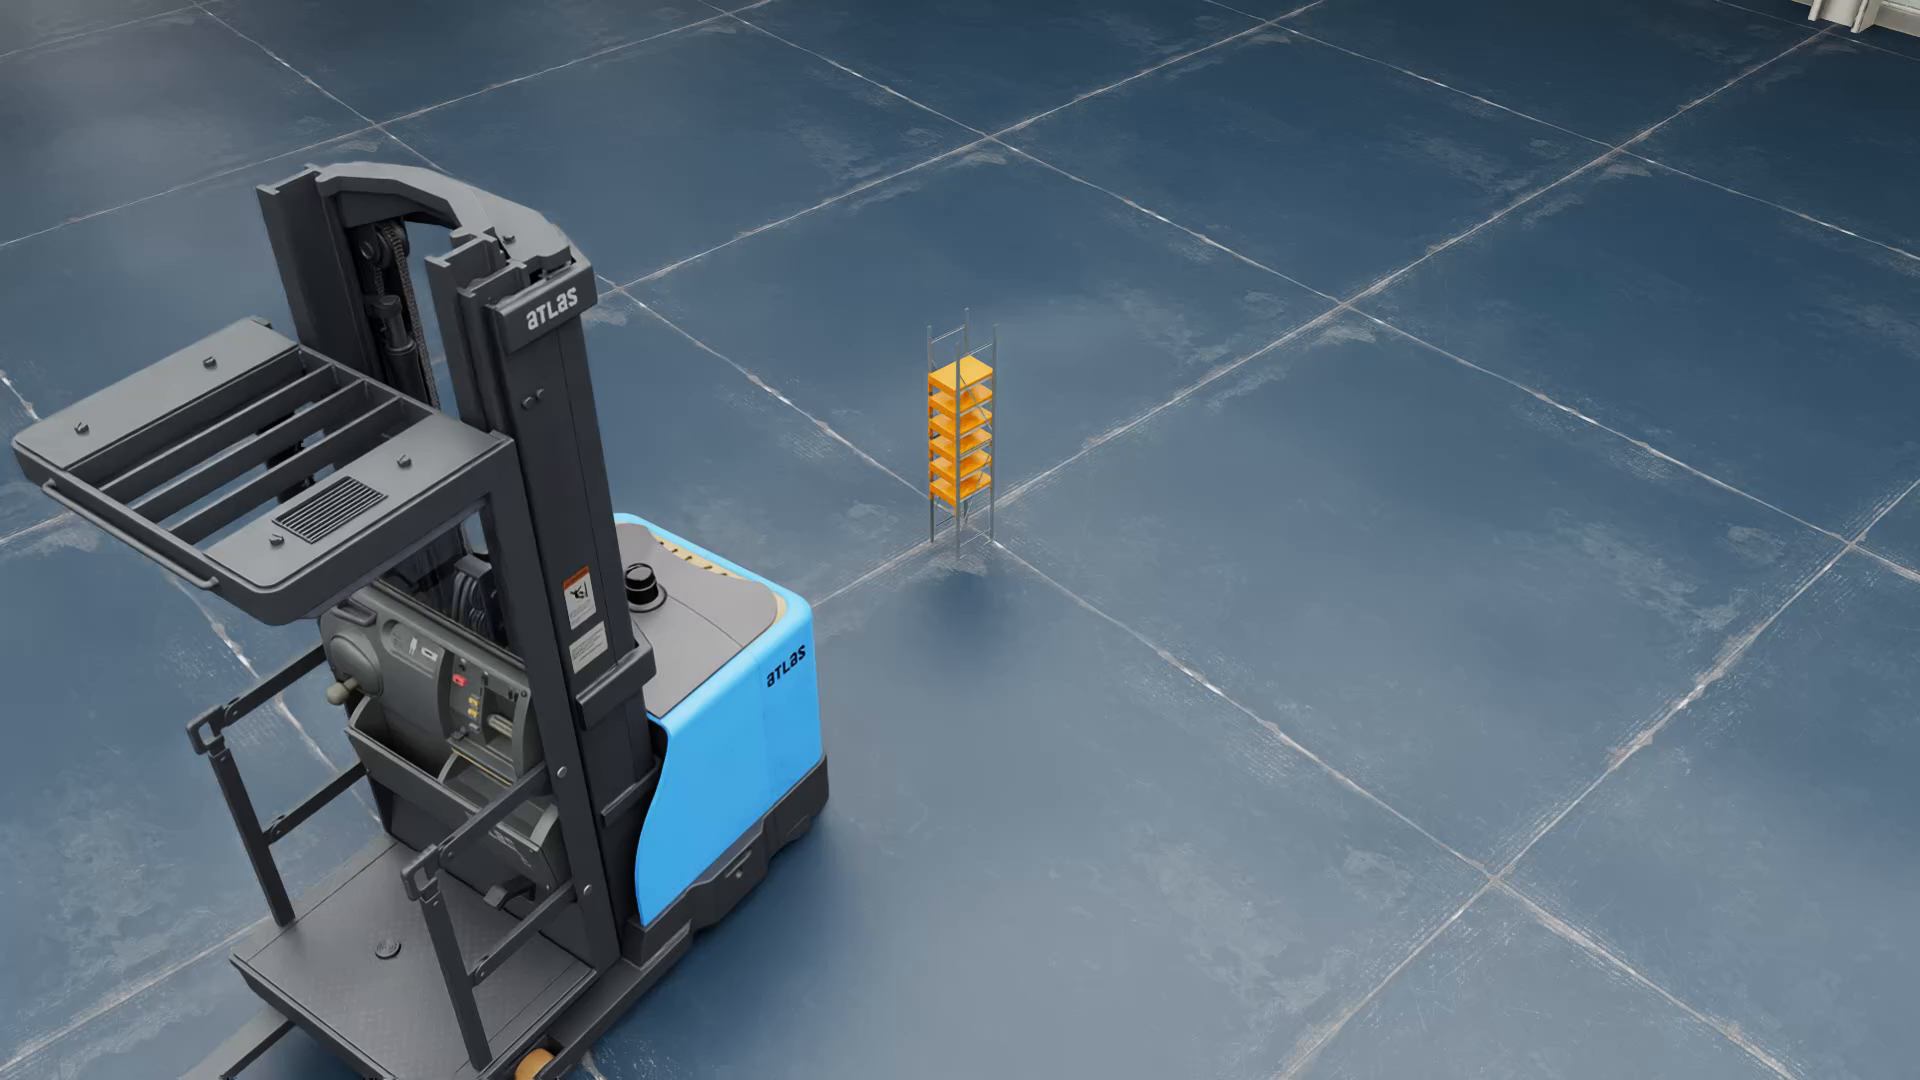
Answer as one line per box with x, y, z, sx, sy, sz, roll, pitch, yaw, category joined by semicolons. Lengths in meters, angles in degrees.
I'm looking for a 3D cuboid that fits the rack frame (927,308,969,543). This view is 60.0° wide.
-0.052;-0.502;7.625;0.240;1.200;0.006;-30;48;-32;rack frame

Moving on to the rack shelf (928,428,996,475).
0.010;-0.426;7.600;0.258;0.103;0.180;-30;48;-32;rack shelf

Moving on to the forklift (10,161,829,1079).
-1.777;0.498;5.009;1.130;2.935;3.031;24;45;27;forklift

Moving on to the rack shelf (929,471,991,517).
0.010;-0.239;7.751;0.258;0.103;0.180;-30;48;-32;rack shelf

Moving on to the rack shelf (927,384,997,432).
0.010;-0.612;7.450;0.258;0.103;0.180;-30;48;-32;rack shelf

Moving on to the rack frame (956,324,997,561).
0.072;-0.418;7.520;0.240;1.200;0.006;-30;48;-32;rack frame

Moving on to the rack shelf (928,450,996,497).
0.010;-0.332;7.676;0.258;0.103;0.180;-30;48;-32;rack shelf

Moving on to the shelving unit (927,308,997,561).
0.010;-0.460;7.573;0.258;1.200;0.189;-30;48;-32;shelving unit

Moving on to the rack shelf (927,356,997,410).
0.010;-0.706;7.374;0.258;0.103;0.180;-30;48;-32;rack shelf

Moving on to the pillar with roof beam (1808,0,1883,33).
3.705;-5.723;7.882;9.100;9.000;0.400;-30;48;-32;pillar with roof beam

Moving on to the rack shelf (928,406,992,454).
0.010;-0.519;7.525;0.258;0.103;0.180;-30;48;-32;rack shelf
